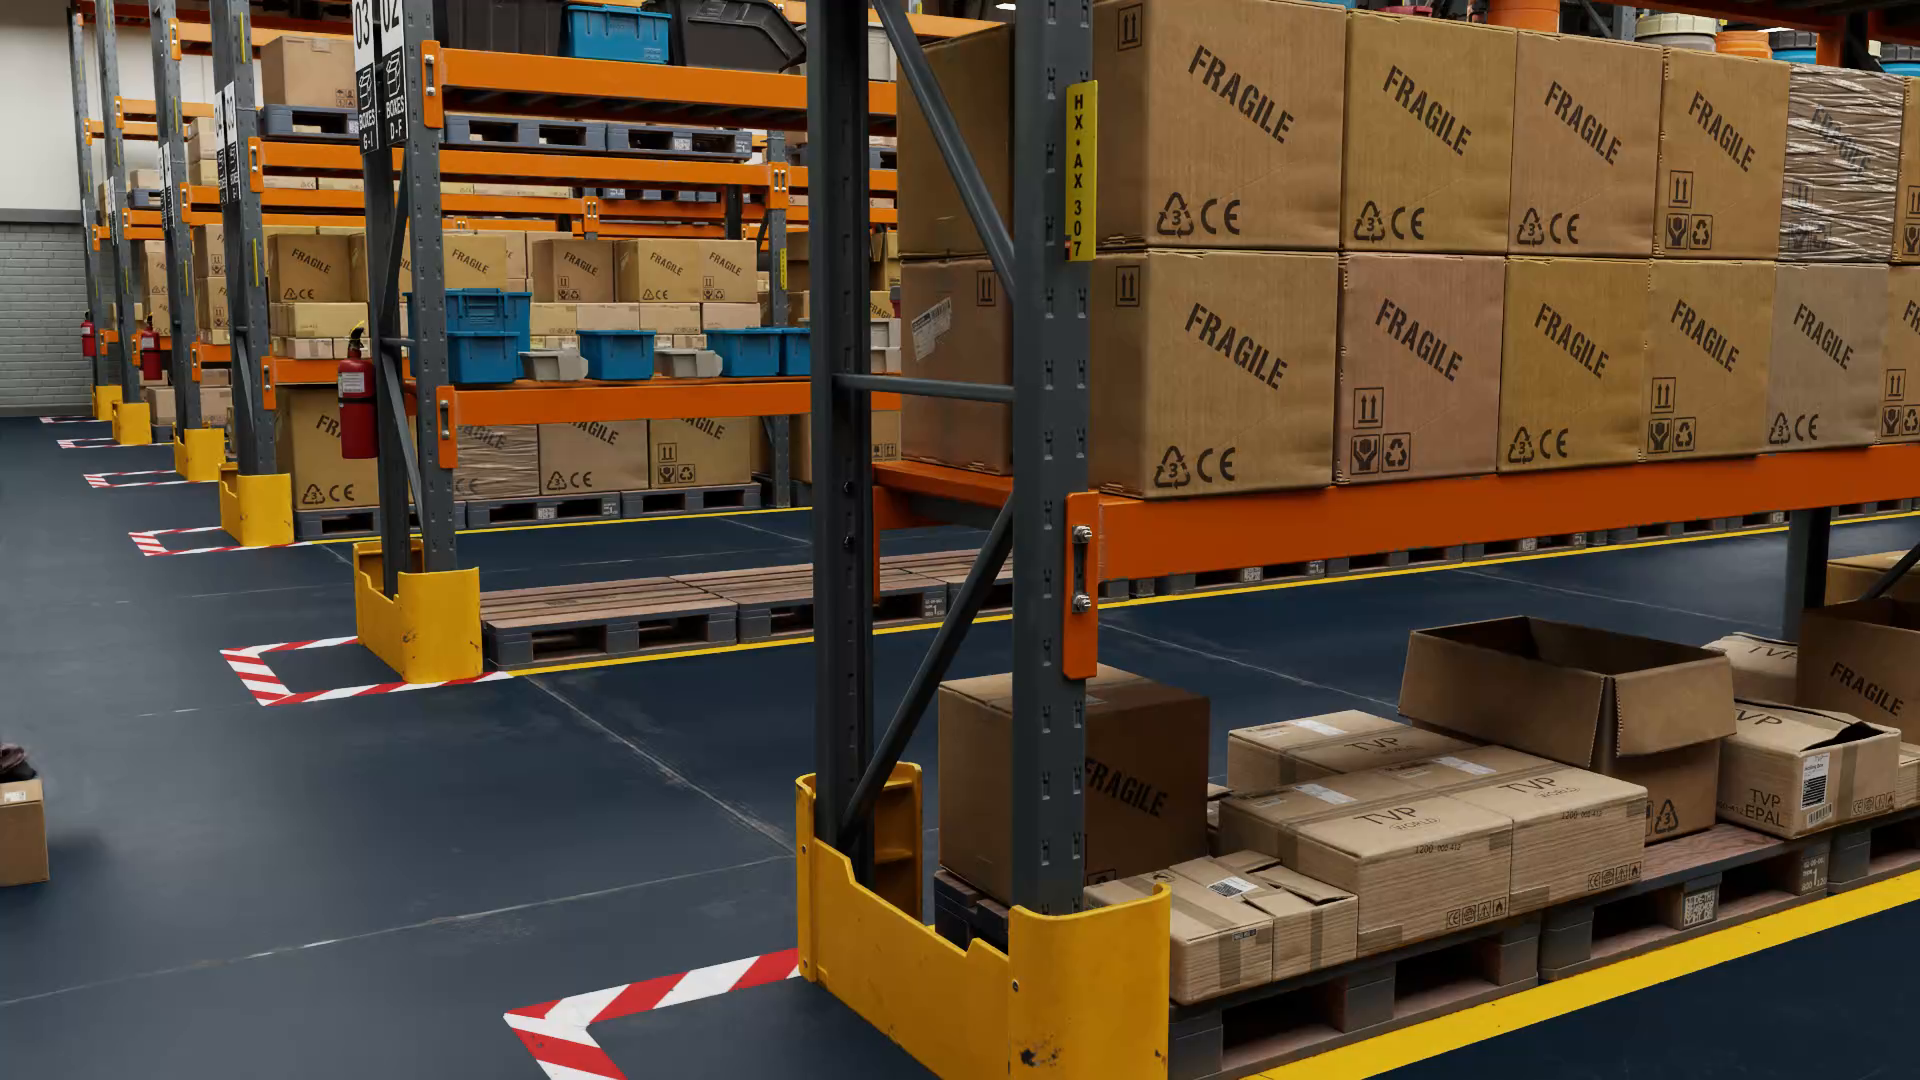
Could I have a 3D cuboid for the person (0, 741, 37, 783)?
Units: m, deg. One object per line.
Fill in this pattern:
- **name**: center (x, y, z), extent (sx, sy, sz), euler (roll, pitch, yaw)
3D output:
- **person**: center (-3.355, 0.142, 4.935), extent (0.979, 1.679, 0.554), euler (-3, 9, -23)
